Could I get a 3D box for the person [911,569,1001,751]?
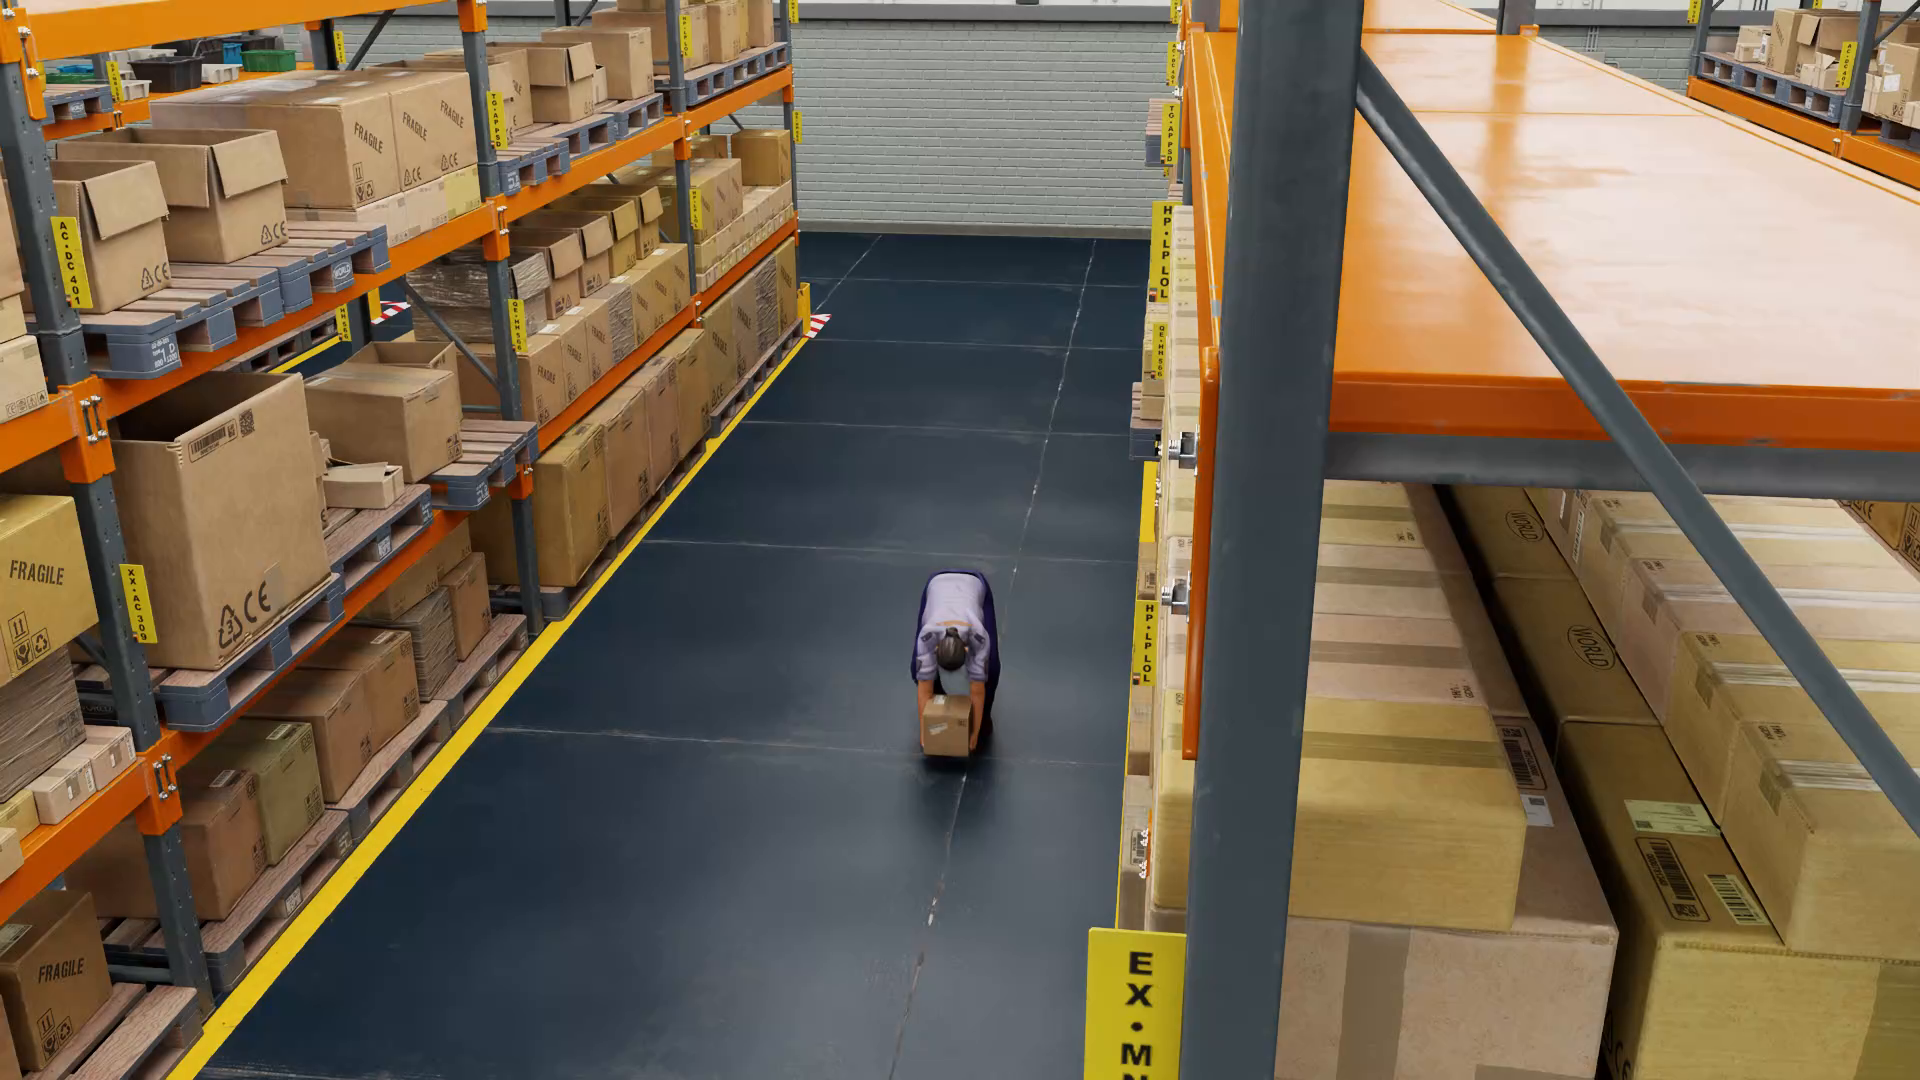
[{"bbox_3d":[-0.037,0.699,9.315,0.492,0.921,0.903,1,21,3],"label":"person"}]
